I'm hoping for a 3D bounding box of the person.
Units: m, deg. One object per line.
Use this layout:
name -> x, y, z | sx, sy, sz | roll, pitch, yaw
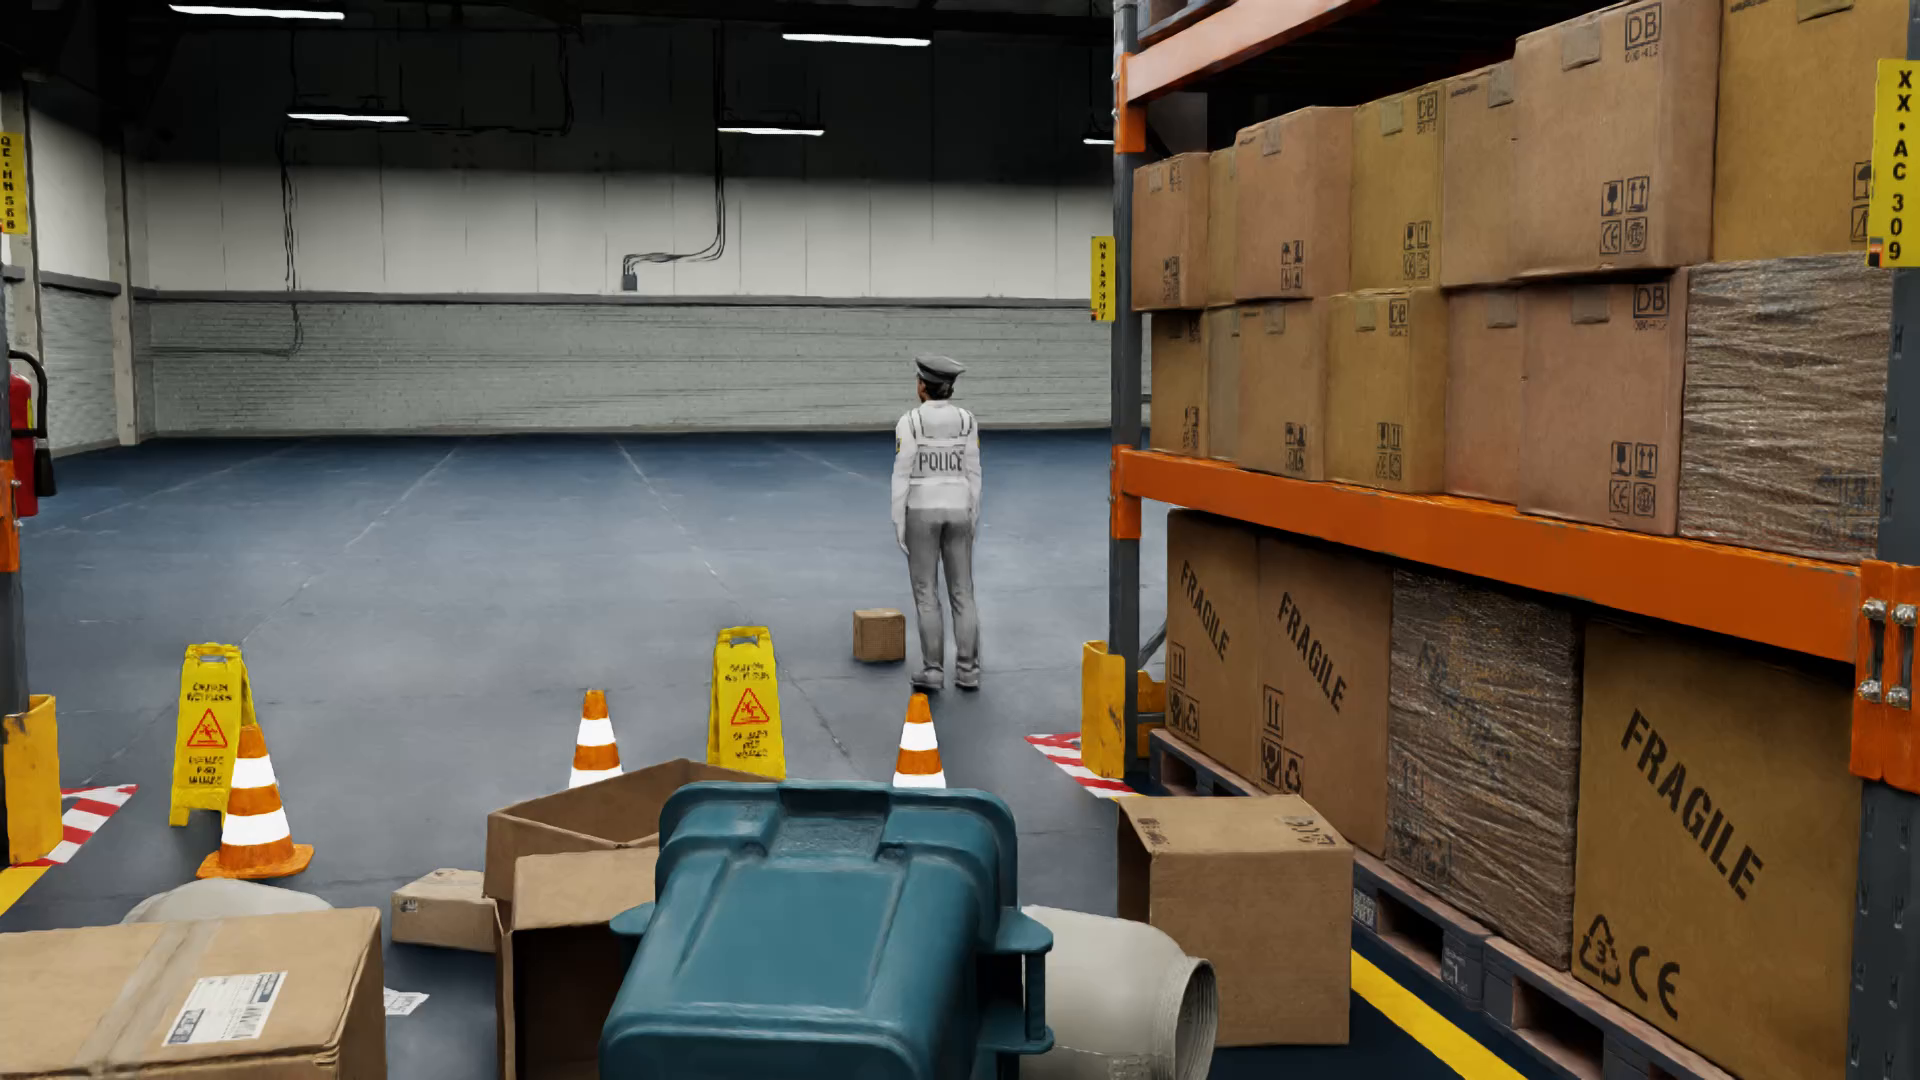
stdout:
person -> -0.120, -0.100, 8.361 | 0.494, 1.685, 0.384 | -2, 7, -22
